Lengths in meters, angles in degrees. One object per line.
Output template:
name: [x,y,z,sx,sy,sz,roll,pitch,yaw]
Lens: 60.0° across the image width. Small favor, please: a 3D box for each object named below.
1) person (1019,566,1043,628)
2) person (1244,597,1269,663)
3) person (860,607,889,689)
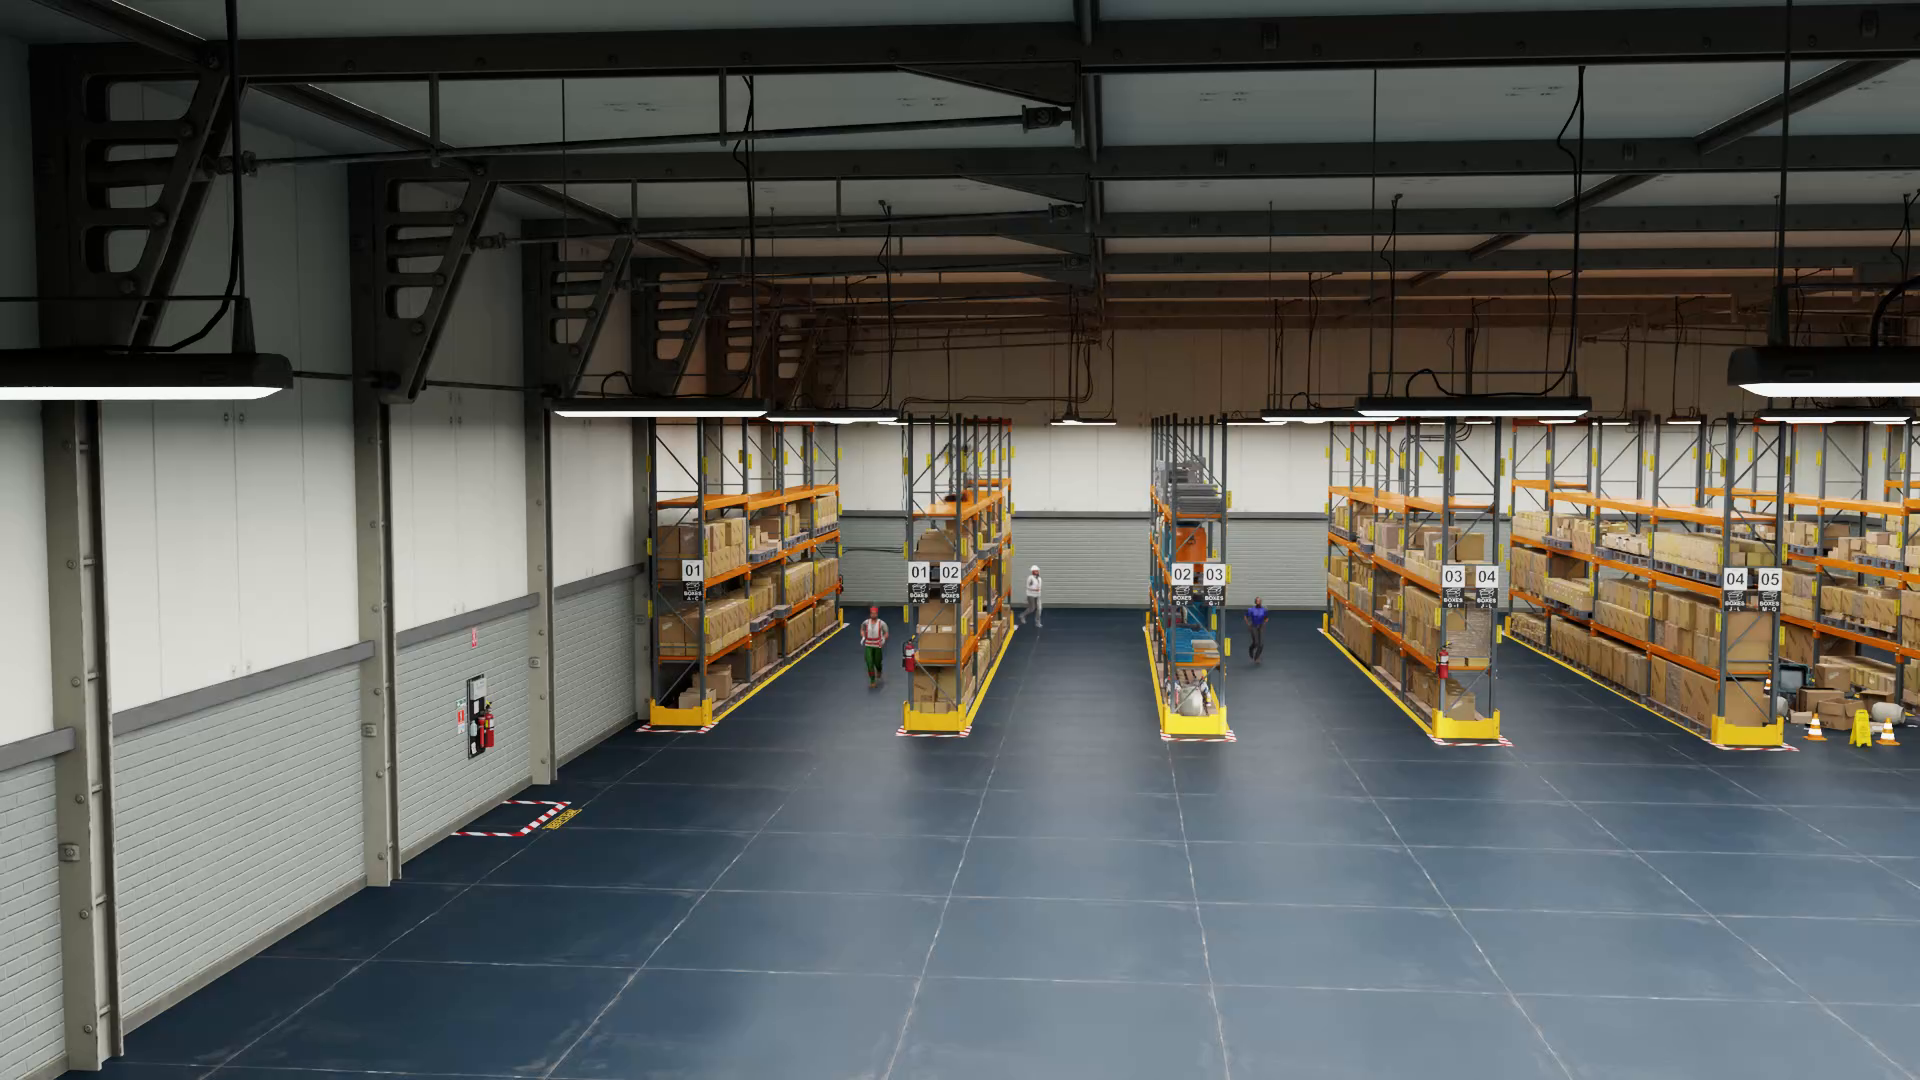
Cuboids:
person: [2.097,1.626,48.012,0.864,1.786,0.686,4,5,42]
person: [7.257,2.202,40.519,0.569,1.605,0.553,0,4,-7]
person: [-1.913,2.367,36.924,0.655,1.774,0.845,0,4,5]
